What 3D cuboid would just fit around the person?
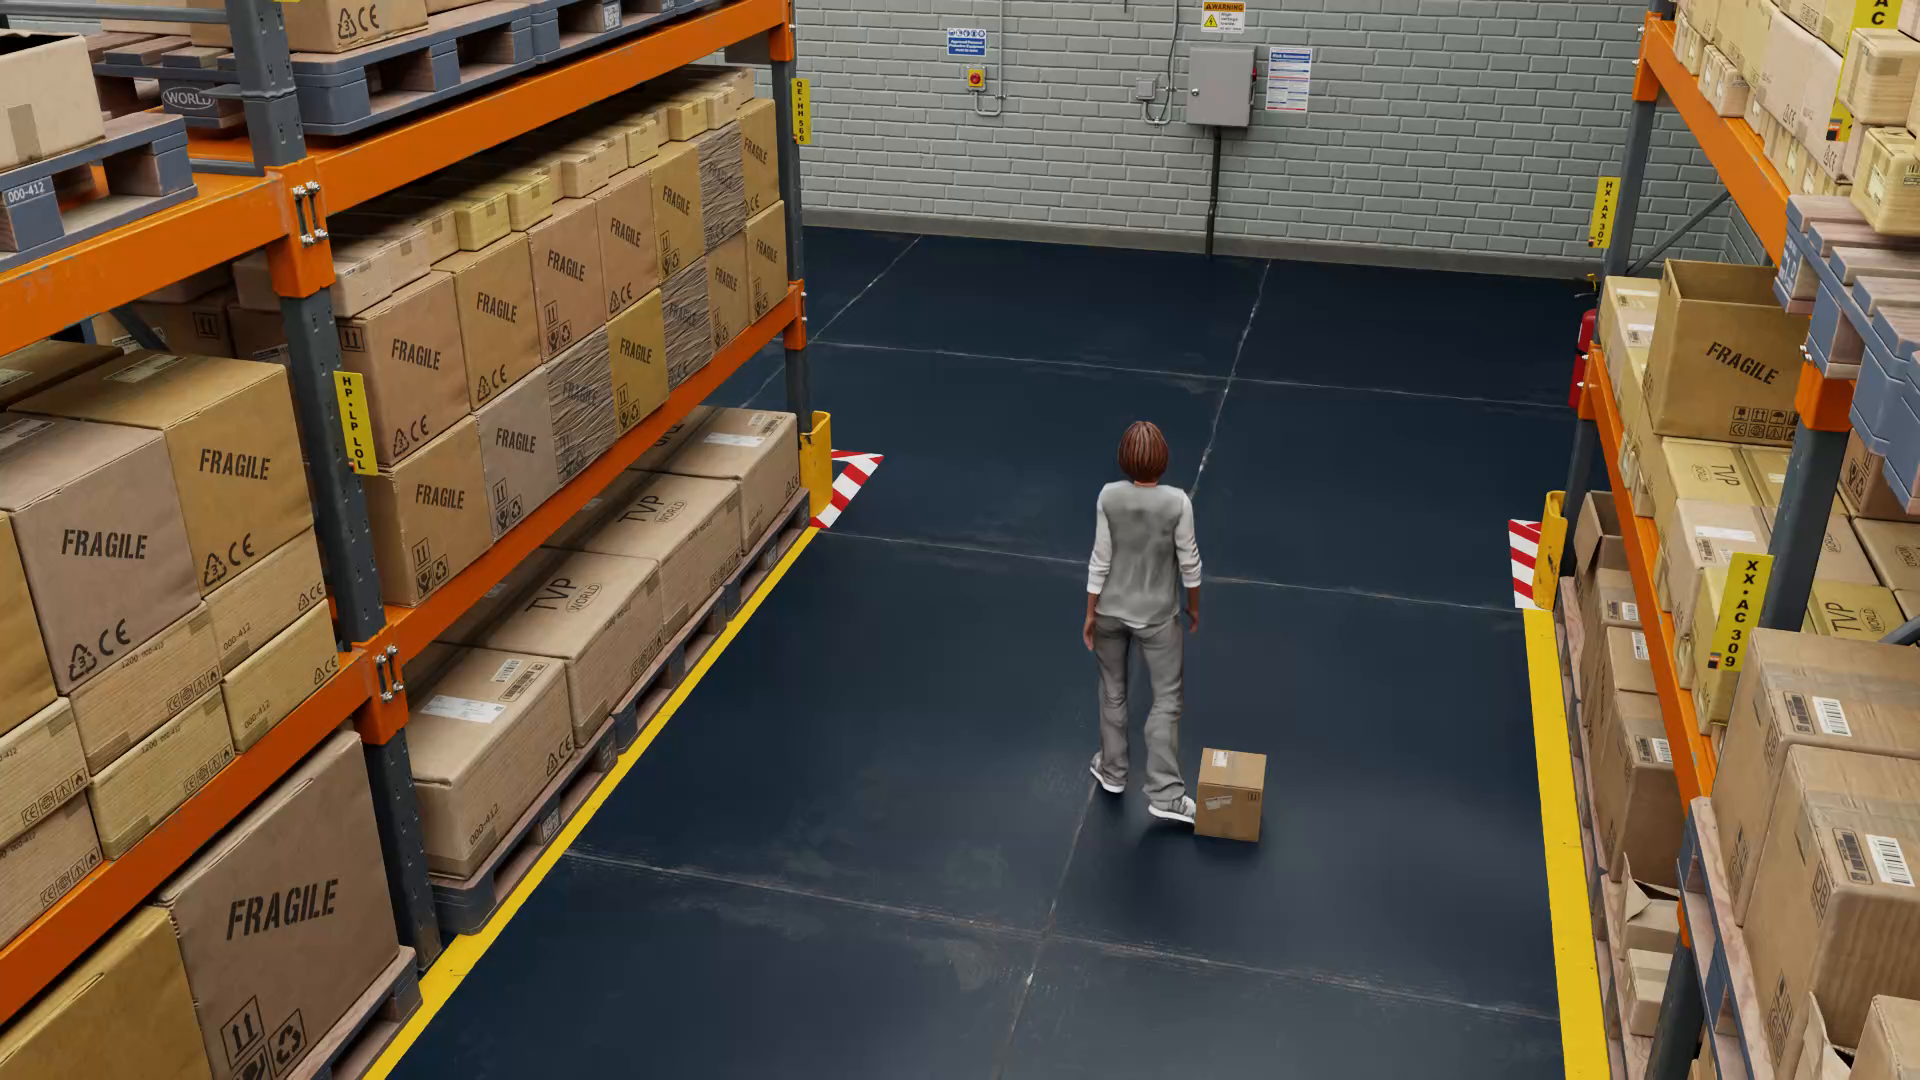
[{"bbox_3d":[0.773,0.328,6.436,0.588,1.594,0.438,9,27,17],"label":"person"}]
